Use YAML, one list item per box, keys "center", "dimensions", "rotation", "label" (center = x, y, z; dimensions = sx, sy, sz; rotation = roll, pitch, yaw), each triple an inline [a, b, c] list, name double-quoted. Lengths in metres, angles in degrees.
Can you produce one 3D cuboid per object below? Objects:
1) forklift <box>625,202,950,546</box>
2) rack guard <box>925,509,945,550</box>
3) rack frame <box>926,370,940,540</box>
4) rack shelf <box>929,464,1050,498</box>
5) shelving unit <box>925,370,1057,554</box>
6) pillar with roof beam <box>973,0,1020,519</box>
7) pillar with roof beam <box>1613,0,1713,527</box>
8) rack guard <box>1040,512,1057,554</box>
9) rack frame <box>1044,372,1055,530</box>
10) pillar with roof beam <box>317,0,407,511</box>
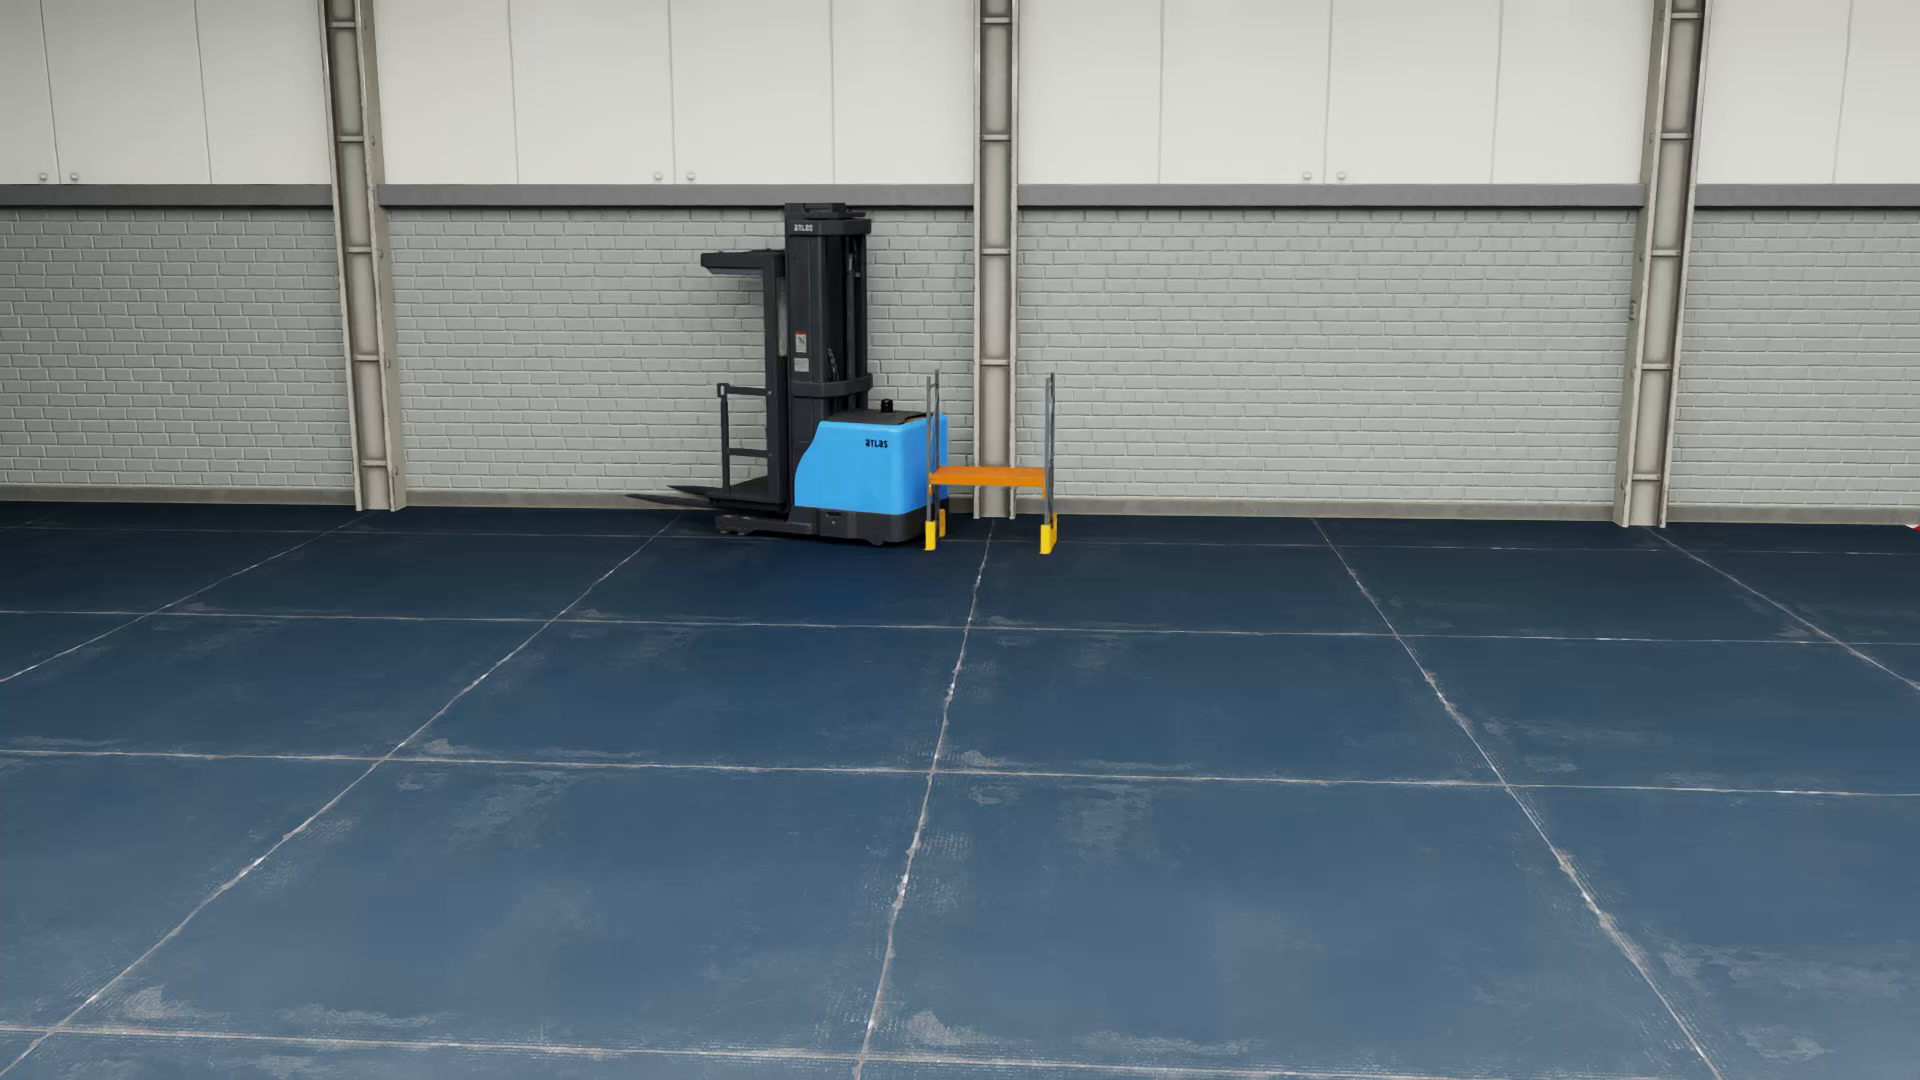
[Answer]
- center: [-1.653, -1.567, 15.100]
  dimensions: [3.031, 2.935, 1.130]
  rotation: [6, 13, 25]
  label: "forklift"
- center: [-0.214, -0.093, 14.602]
  dimensions: [0.087, 0.250, 0.587]
  rotation: [2, 12, 9]
  label: "rack guard"
- center: [-0.234, -0.705, 14.477]
  dimensions: [0.032, 1.500, 0.500]
  rotation: [2, 12, 9]
  label: "rack frame"
- center: [0.269, -0.513, 14.438]
  dimensions: [1.000, 0.185, 0.538]
  rotation: [2, 12, 9]
  label: "rack shelf"
- center: [0.278, -0.689, 14.399]
  dimensions: [1.083, 1.500, 0.587]
  rotation: [2, 12, 9]
  label: "shelving unit"
- center: [0.044, -3.757, 10.749]
  dimensions: [0.400, 9.000, 9.100]
  rotation: [1, 12, 4]
  label: "pillar with roof beam"
- center: [6.031, -3.675, 10.357]
  dimensions: [0.400, 9.000, 9.100]
  rotation: [1, 12, 4]
  label: "pillar with roof beam"
- center: [0.770, -0.062, 14.453]
  dimensions: [0.087, 0.250, 0.587]
  rotation: [2, 12, 9]
  label: "rack guard"
- center: [0.771, -0.673, 14.324]
  dimensions: [0.032, 1.500, 0.500]
  rotation: [2, 12, 9]
  label: "rack frame"
- center: [-5.942, -3.839, 11.142]
  dimensions: [0.400, 9.000, 9.100]
  rotation: [1, 12, 4]
  label: "pillar with roof beam"
